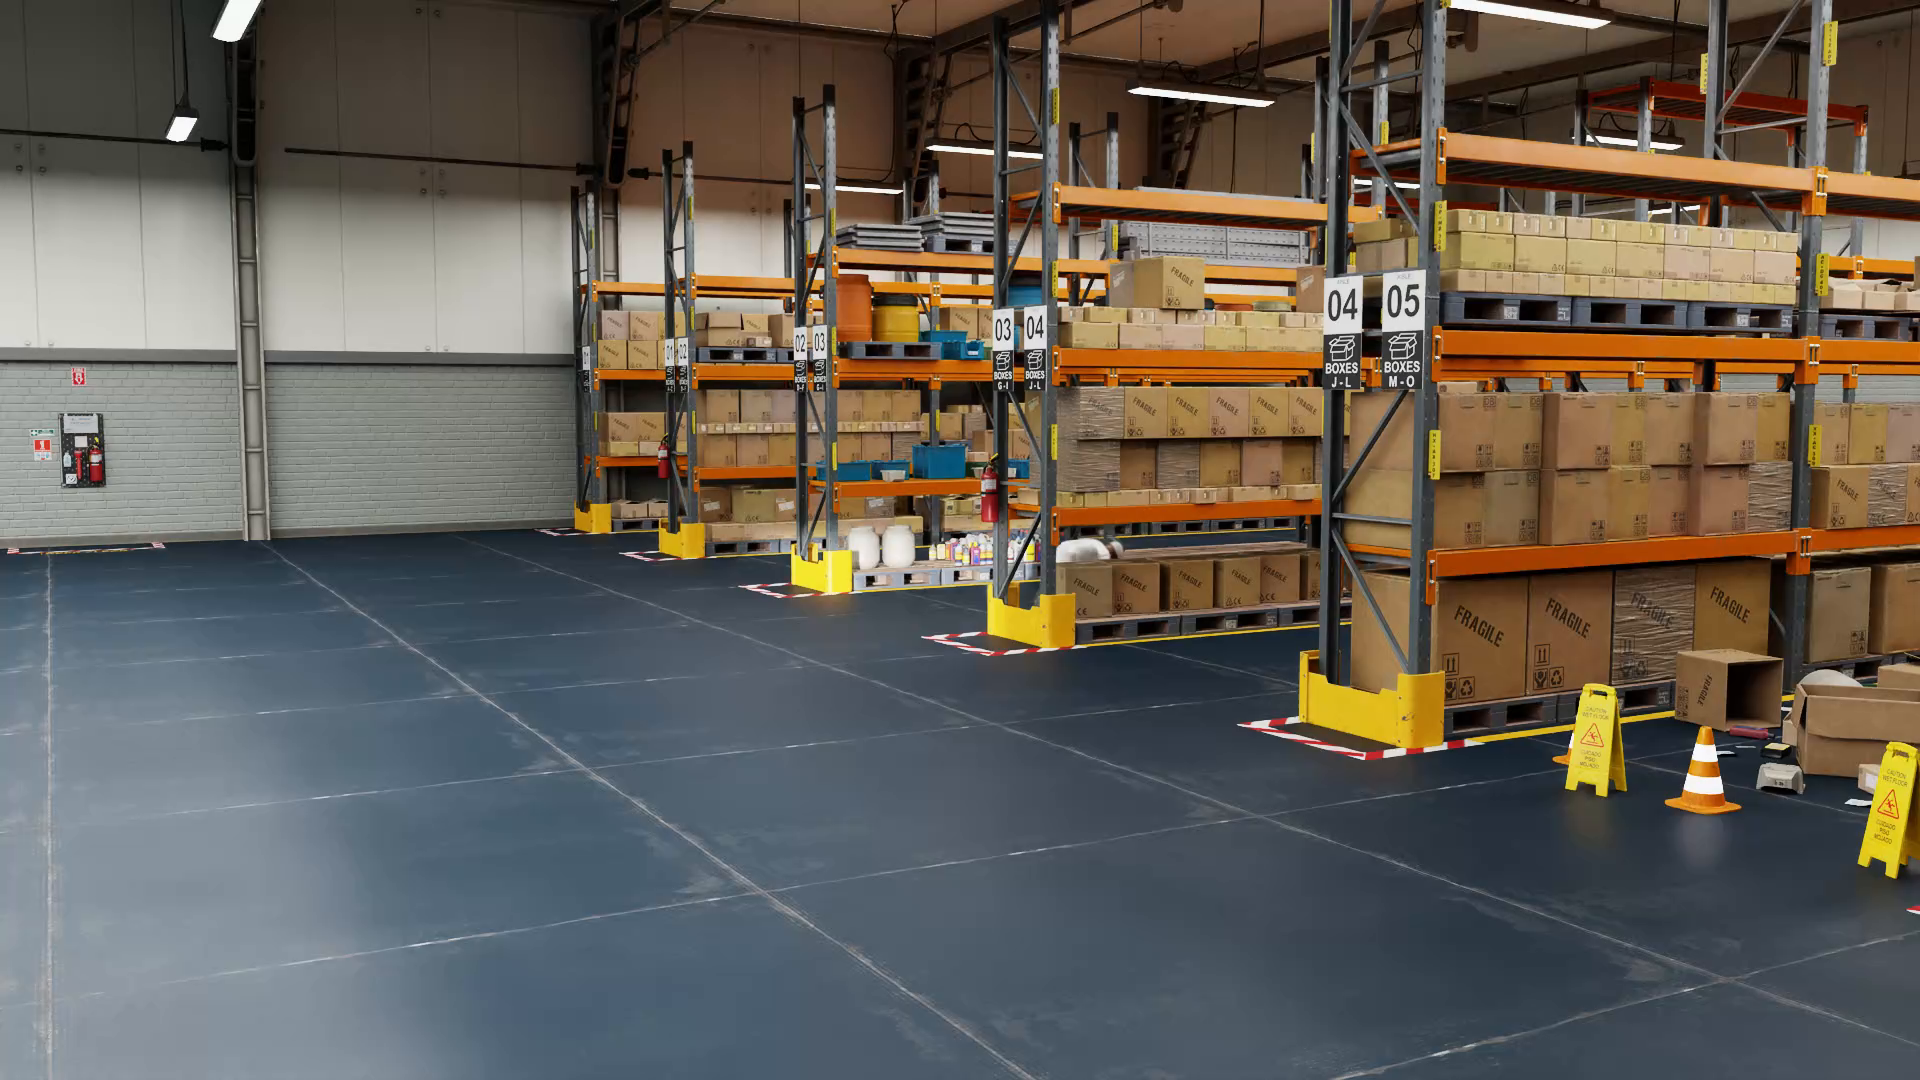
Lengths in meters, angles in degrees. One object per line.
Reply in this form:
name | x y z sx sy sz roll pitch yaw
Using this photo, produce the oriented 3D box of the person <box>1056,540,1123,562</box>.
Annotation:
person | 1.349 0.413 17.952 0.978 0.838 0.526 -3 6 -27
